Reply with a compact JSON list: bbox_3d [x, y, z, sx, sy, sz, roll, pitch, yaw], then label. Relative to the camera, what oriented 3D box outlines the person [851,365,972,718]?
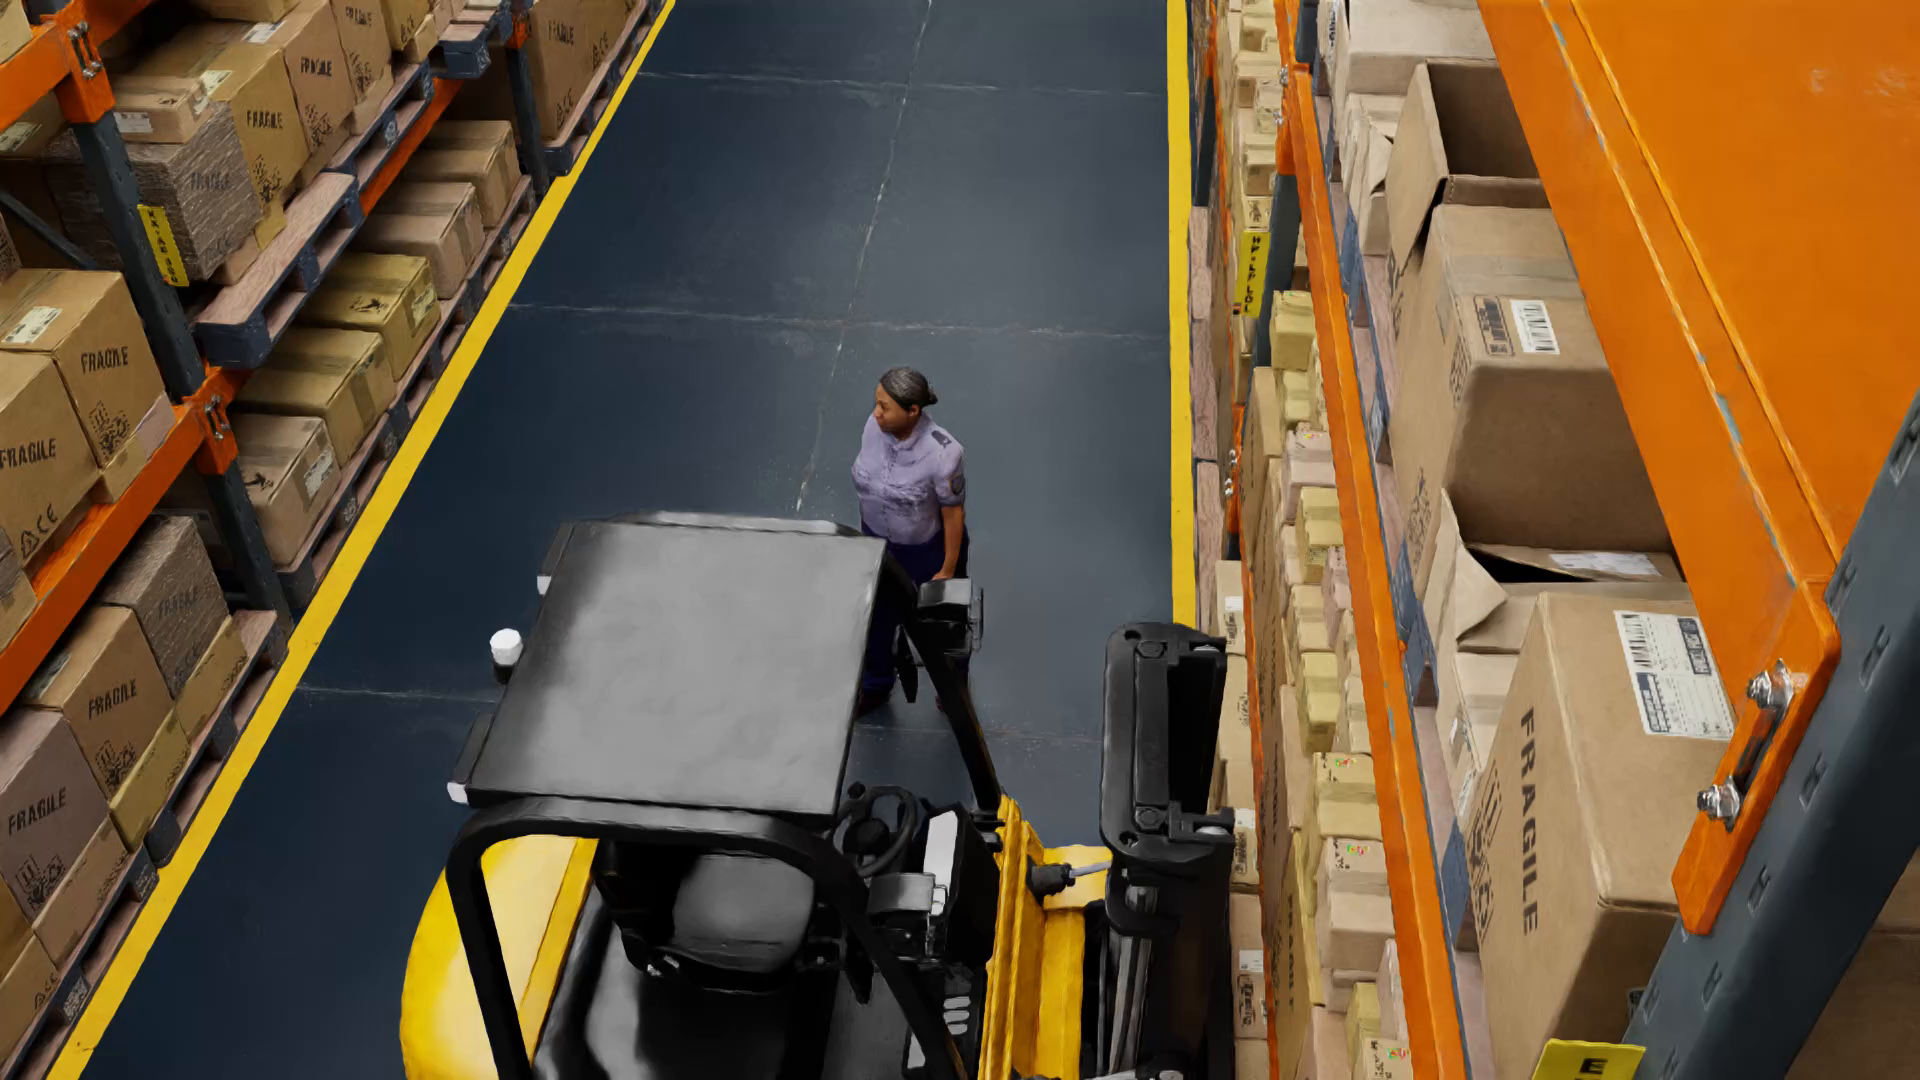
[{"bbox_3d":[-0.215,0.041,6.404,0.490,1.643,0.576,23,45,25],"label":"person"}]
